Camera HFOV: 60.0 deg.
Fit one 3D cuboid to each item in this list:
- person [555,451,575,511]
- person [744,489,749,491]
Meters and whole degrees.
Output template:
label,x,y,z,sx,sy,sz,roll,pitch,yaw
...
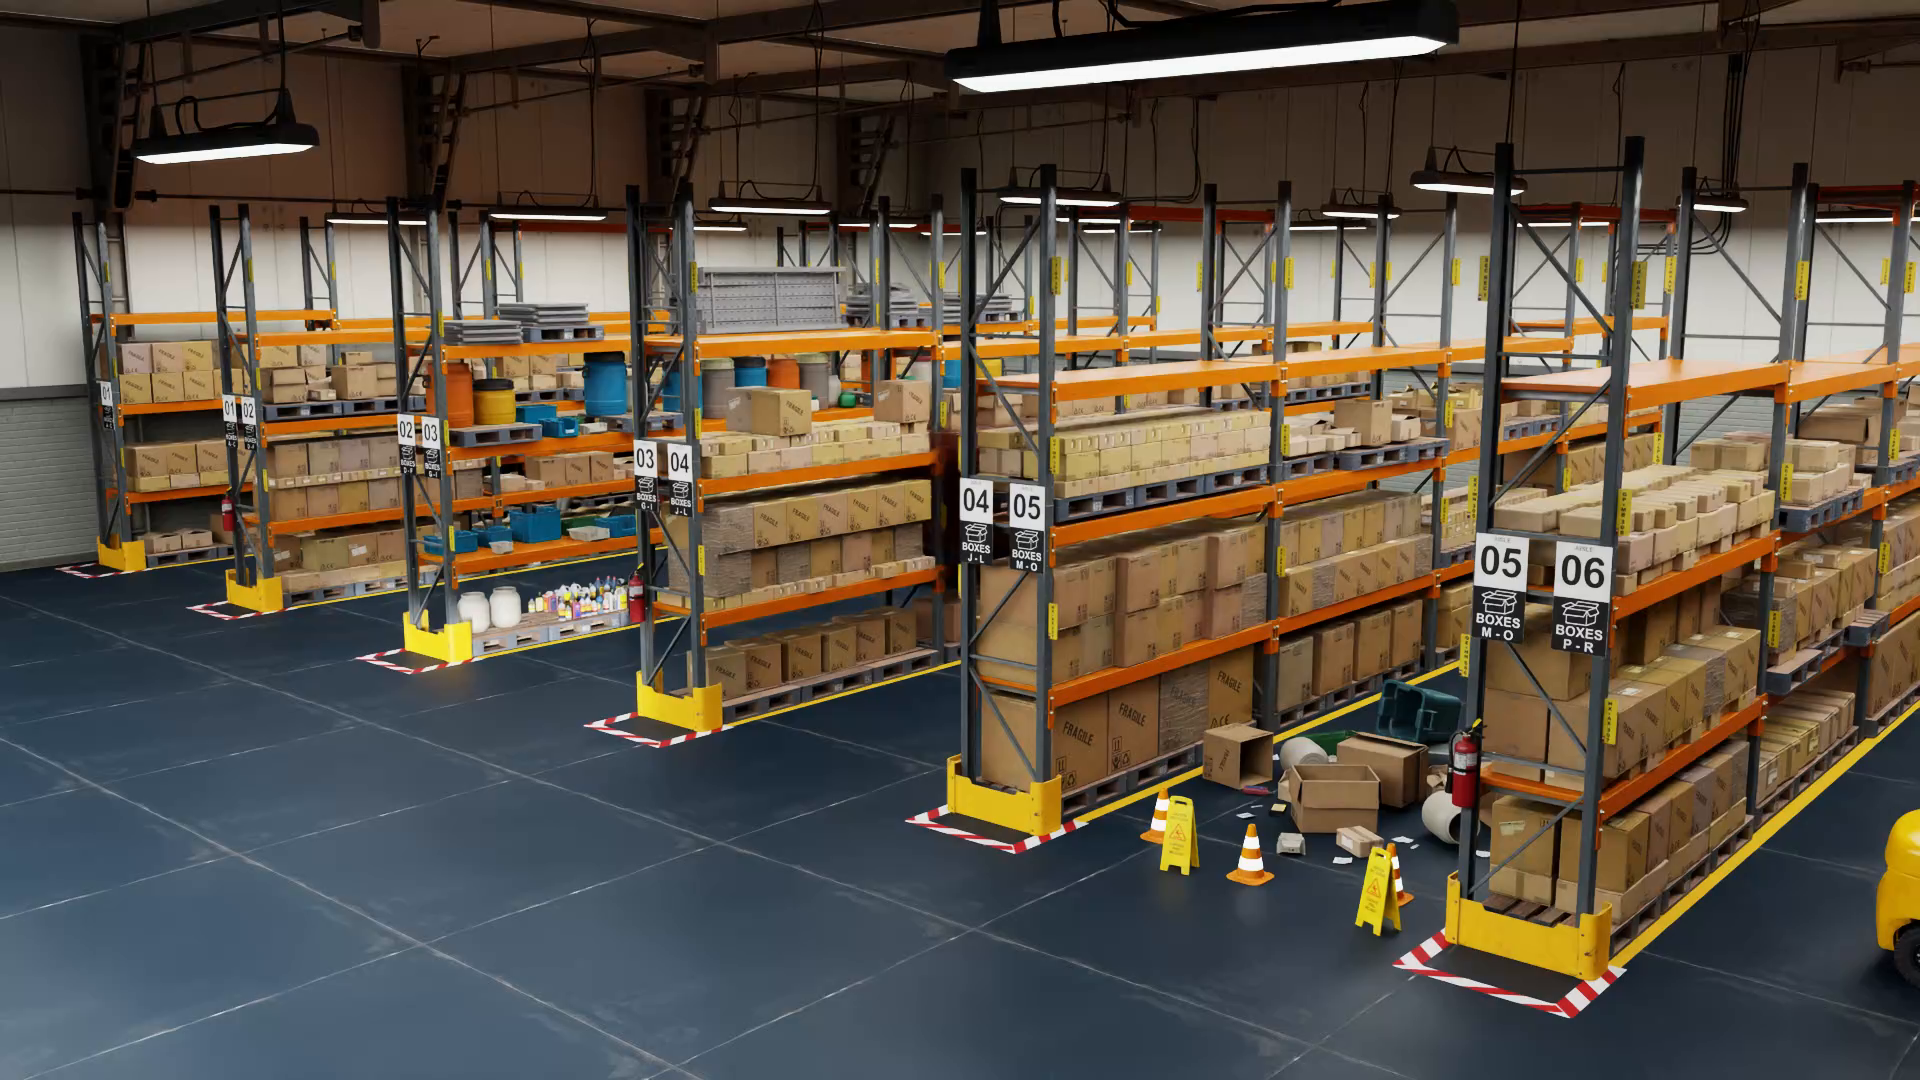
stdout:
label,x,y,z,sx,sy,sz,roll,pitch,yaw
person,-7.565,-0.936,32.097,0.502,1.610,0.571,6,11,33
person,-3.811,-0.765,30.601,0.671,1.709,1.081,7,12,38
